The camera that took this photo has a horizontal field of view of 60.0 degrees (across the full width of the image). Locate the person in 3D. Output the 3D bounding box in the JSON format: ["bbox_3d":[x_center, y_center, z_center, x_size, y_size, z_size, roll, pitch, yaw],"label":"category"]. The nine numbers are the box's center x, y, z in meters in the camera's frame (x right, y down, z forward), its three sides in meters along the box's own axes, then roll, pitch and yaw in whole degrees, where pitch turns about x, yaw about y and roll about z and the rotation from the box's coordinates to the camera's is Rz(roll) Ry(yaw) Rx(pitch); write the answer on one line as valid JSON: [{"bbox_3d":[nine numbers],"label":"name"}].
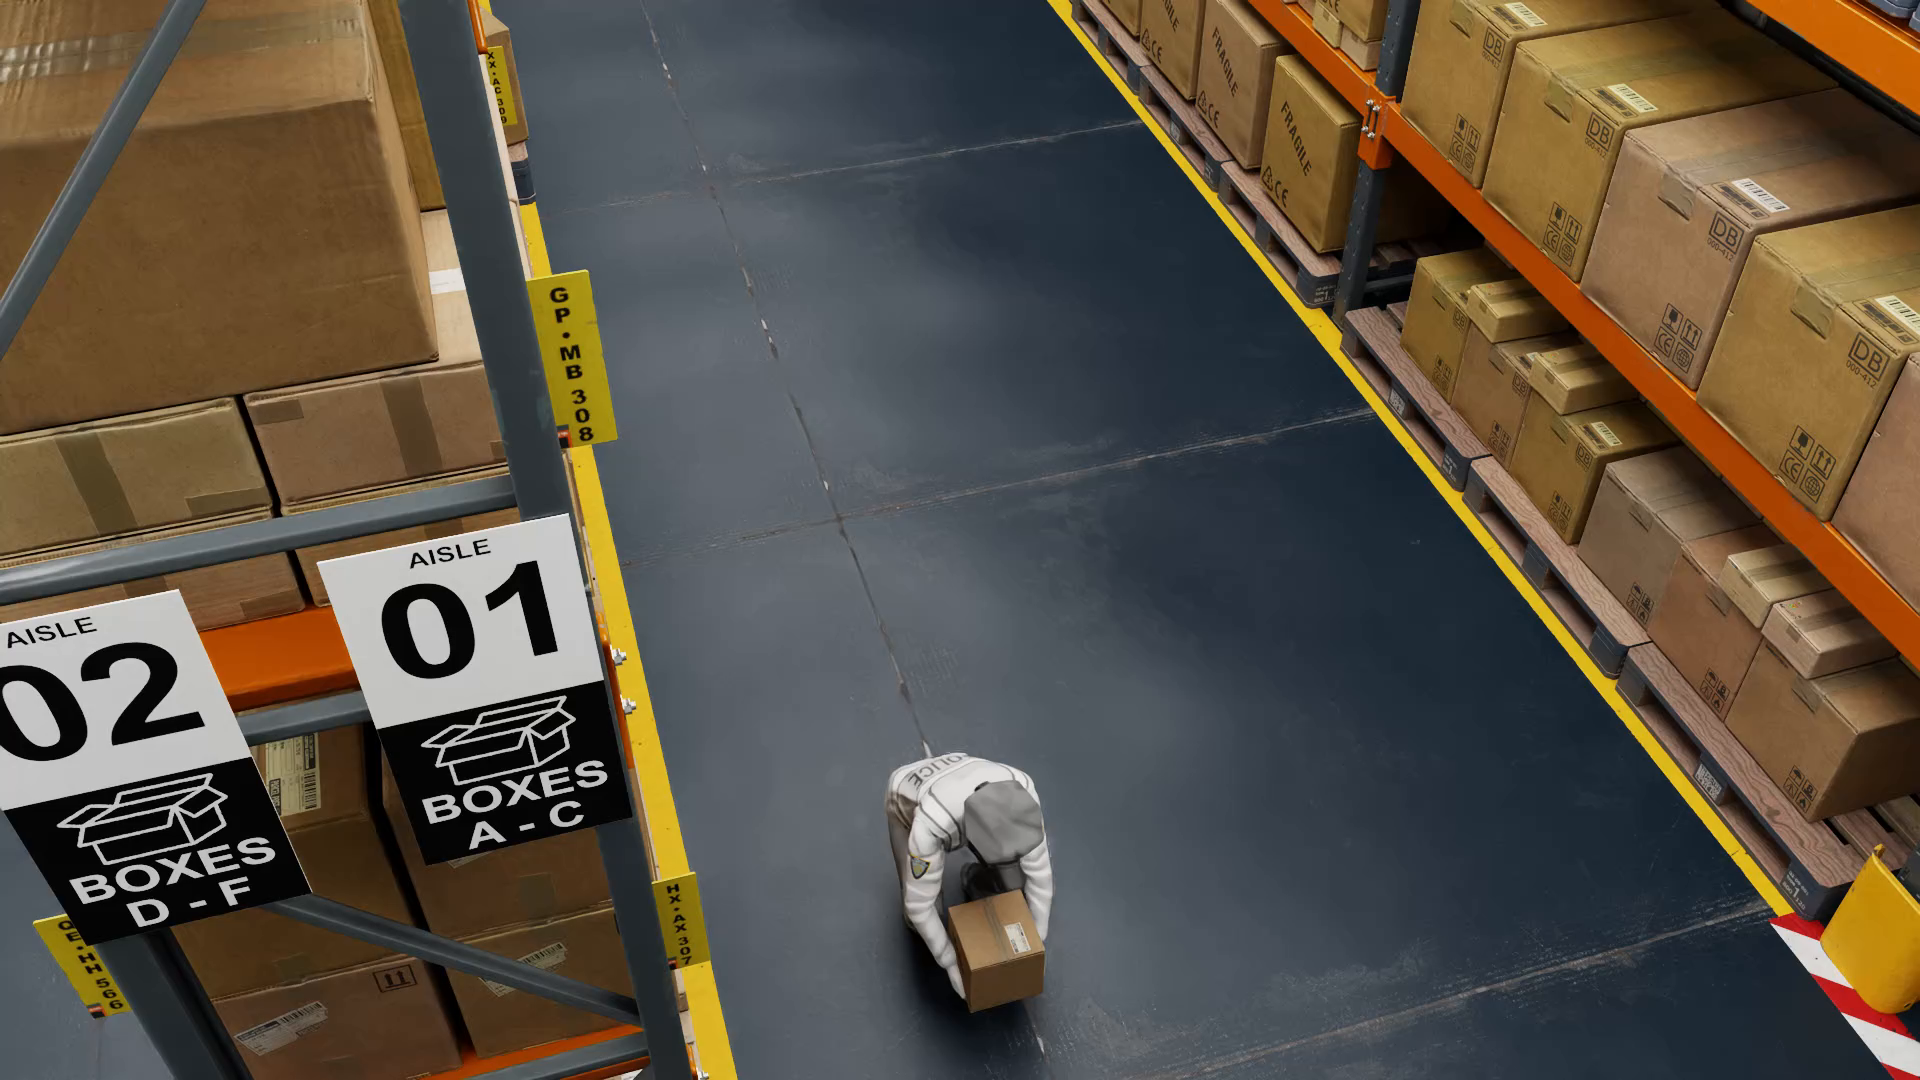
[{"bbox_3d":[0.011,1.023,5.572,0.496,0.965,0.820,-12,44,-12],"label":"person"}]
